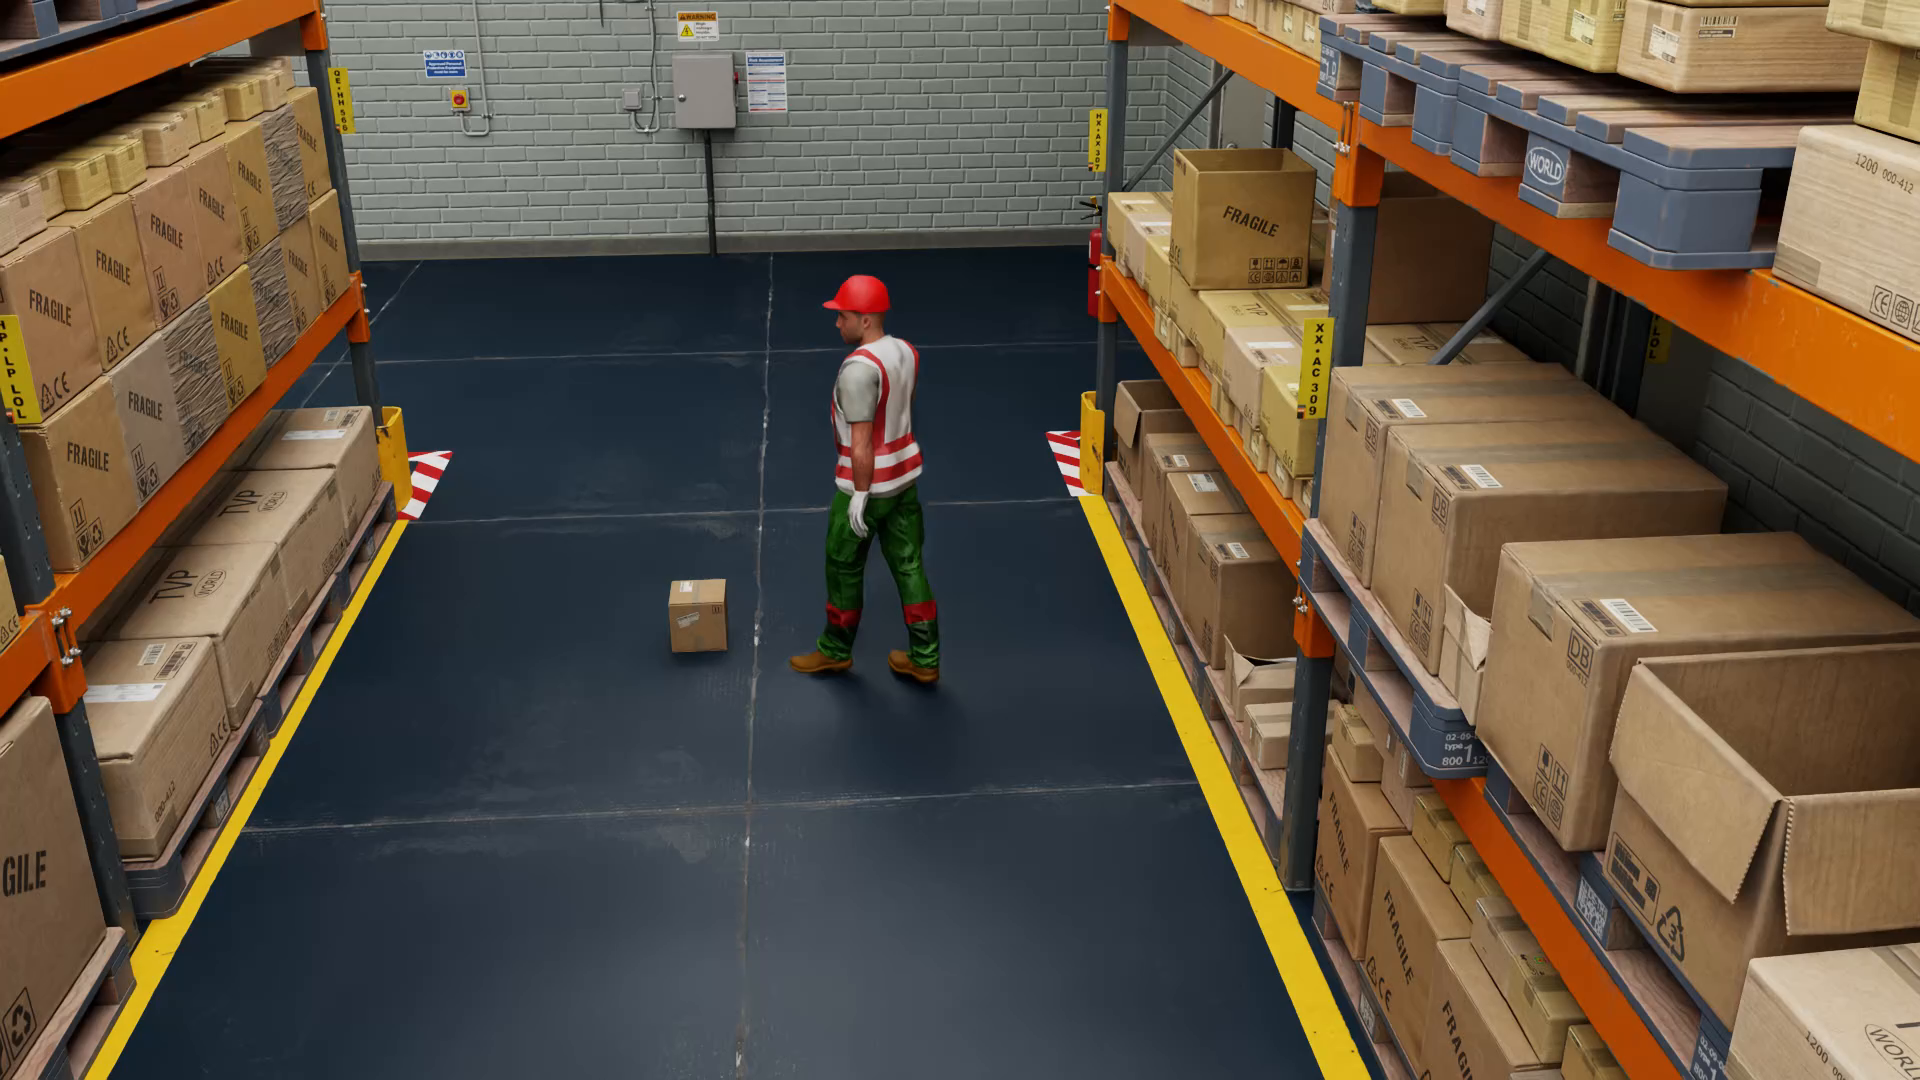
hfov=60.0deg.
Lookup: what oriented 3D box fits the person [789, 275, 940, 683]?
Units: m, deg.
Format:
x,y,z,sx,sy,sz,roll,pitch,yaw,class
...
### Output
x,y,z,sx,sy,sz,roll,pitch,yaw,class
-0.386,-0.238,7.109,0.689,1.800,0.557,15,28,31,person
